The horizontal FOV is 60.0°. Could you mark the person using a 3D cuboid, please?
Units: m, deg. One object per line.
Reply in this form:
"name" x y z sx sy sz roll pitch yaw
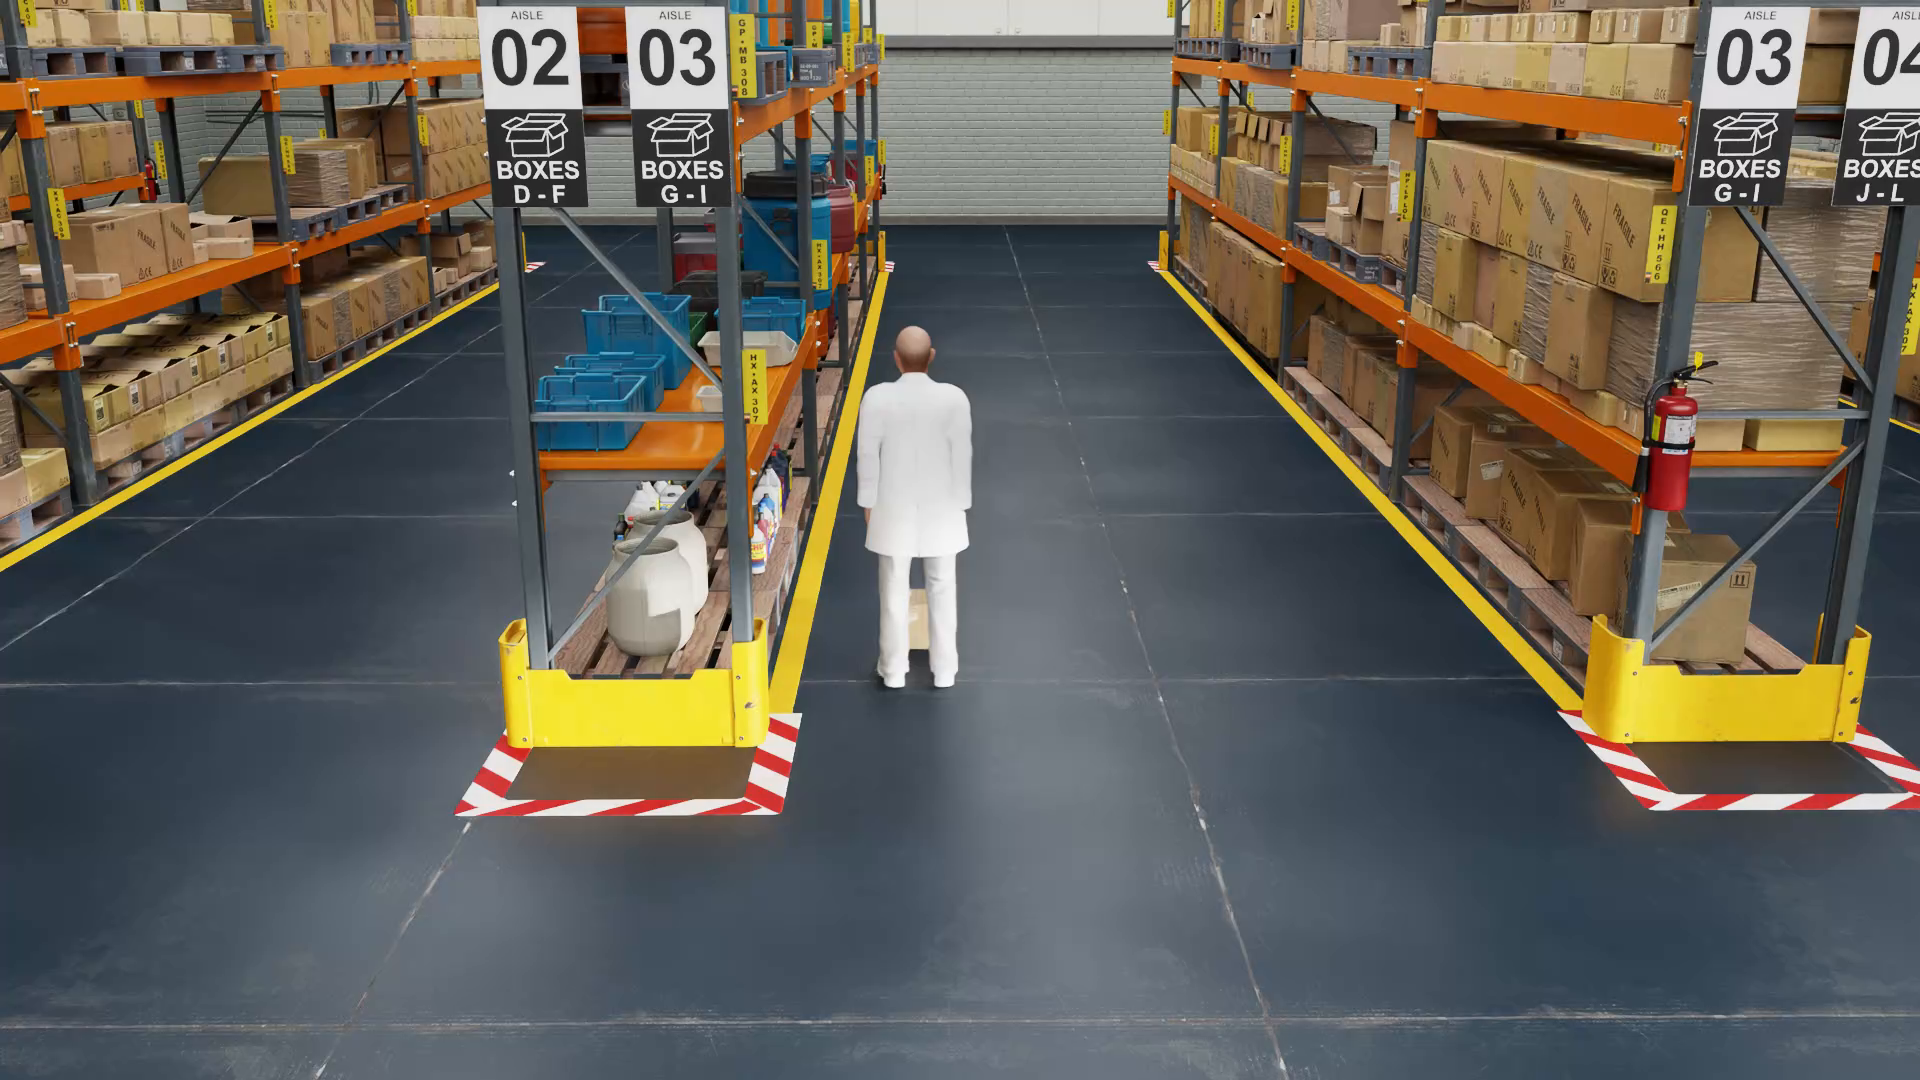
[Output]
"person" -0.223 -0.164 8.112 0.561 1.779 0.376 -1 17 -2
